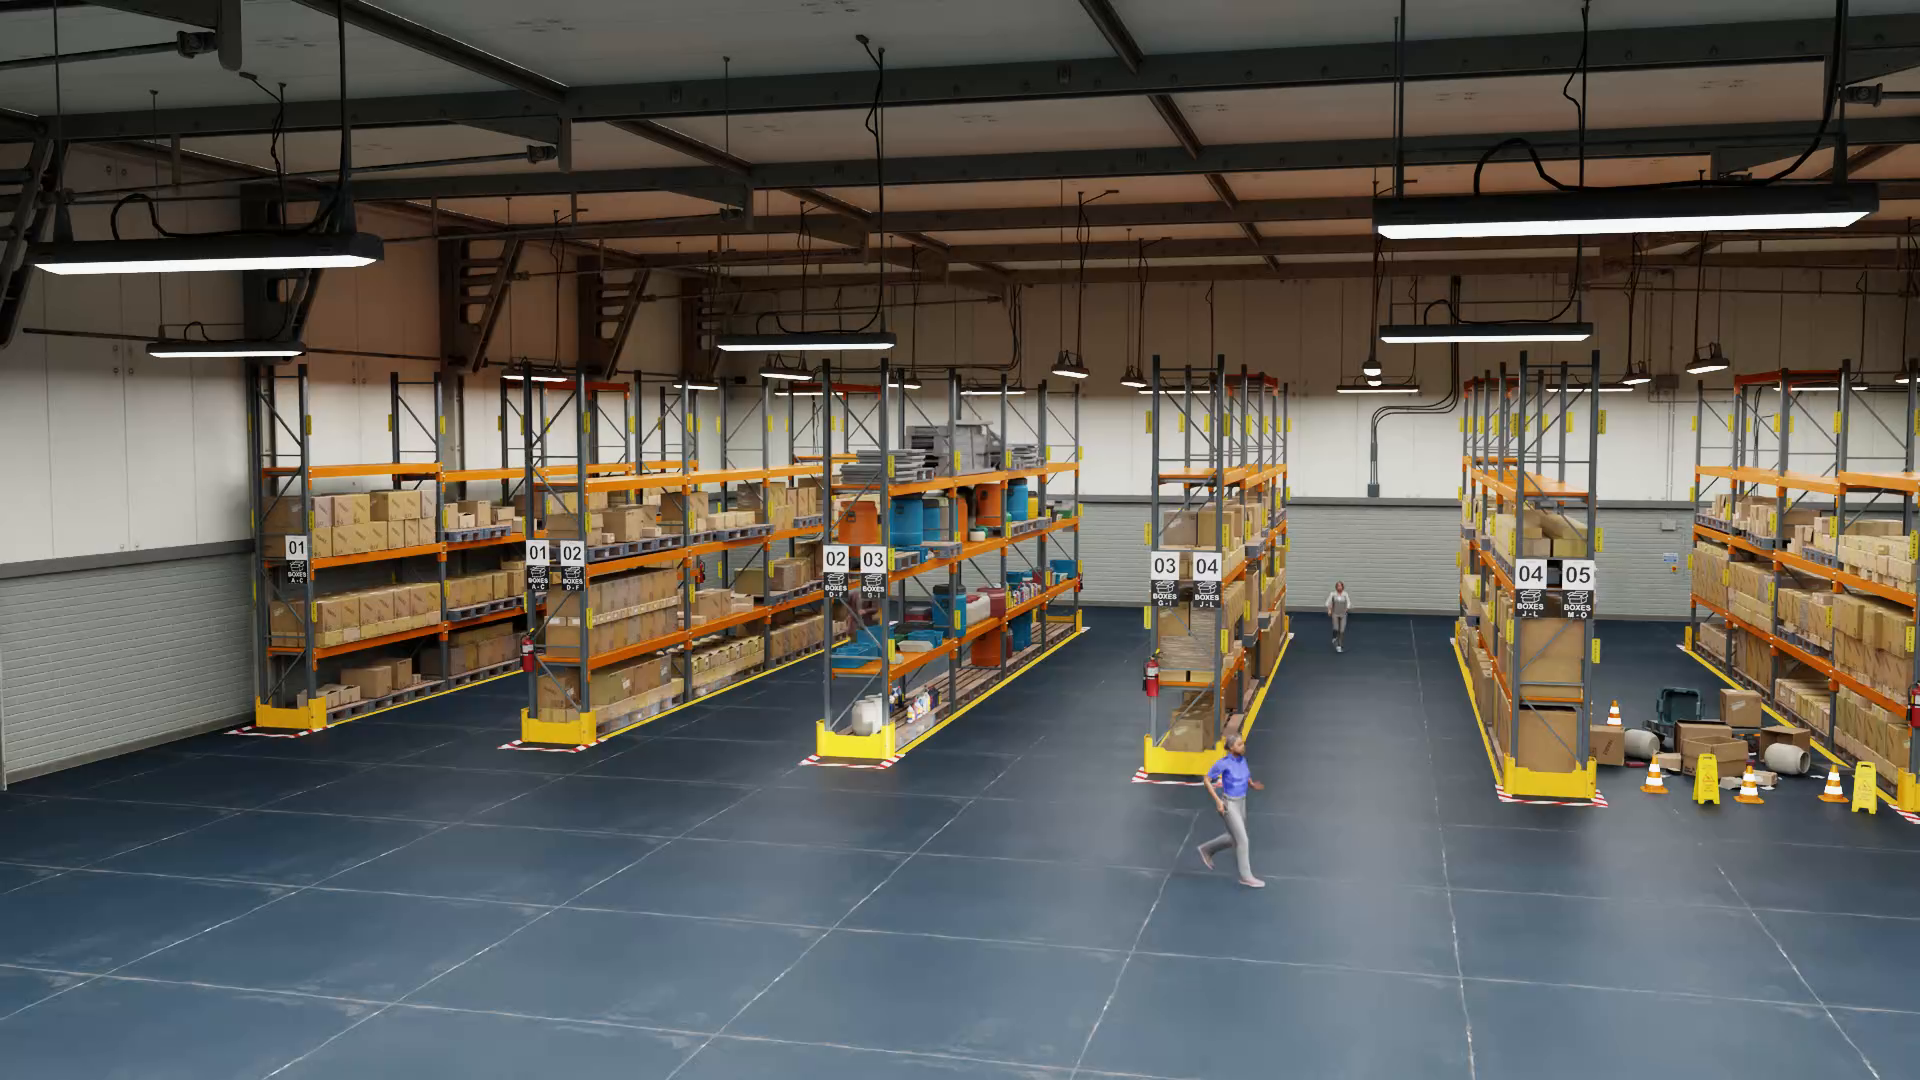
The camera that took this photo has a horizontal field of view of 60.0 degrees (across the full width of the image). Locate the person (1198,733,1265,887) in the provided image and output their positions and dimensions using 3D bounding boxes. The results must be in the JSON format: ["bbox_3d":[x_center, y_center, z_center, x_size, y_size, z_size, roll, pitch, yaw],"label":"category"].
[{"bbox_3d":[2.943,2.917,18.157,0.865,1.635,0.578,3,5,40],"label":"person"}]

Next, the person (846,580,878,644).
[{"bbox_3d":[-1.887,1.662,31.697,0.683,1.837,0.739,1,4,9],"label":"person"}]

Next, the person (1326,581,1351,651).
[{"bbox_3d":[8.376,1.738,36.785,0.538,1.472,0.536,0,4,7],"label":"person"}]
